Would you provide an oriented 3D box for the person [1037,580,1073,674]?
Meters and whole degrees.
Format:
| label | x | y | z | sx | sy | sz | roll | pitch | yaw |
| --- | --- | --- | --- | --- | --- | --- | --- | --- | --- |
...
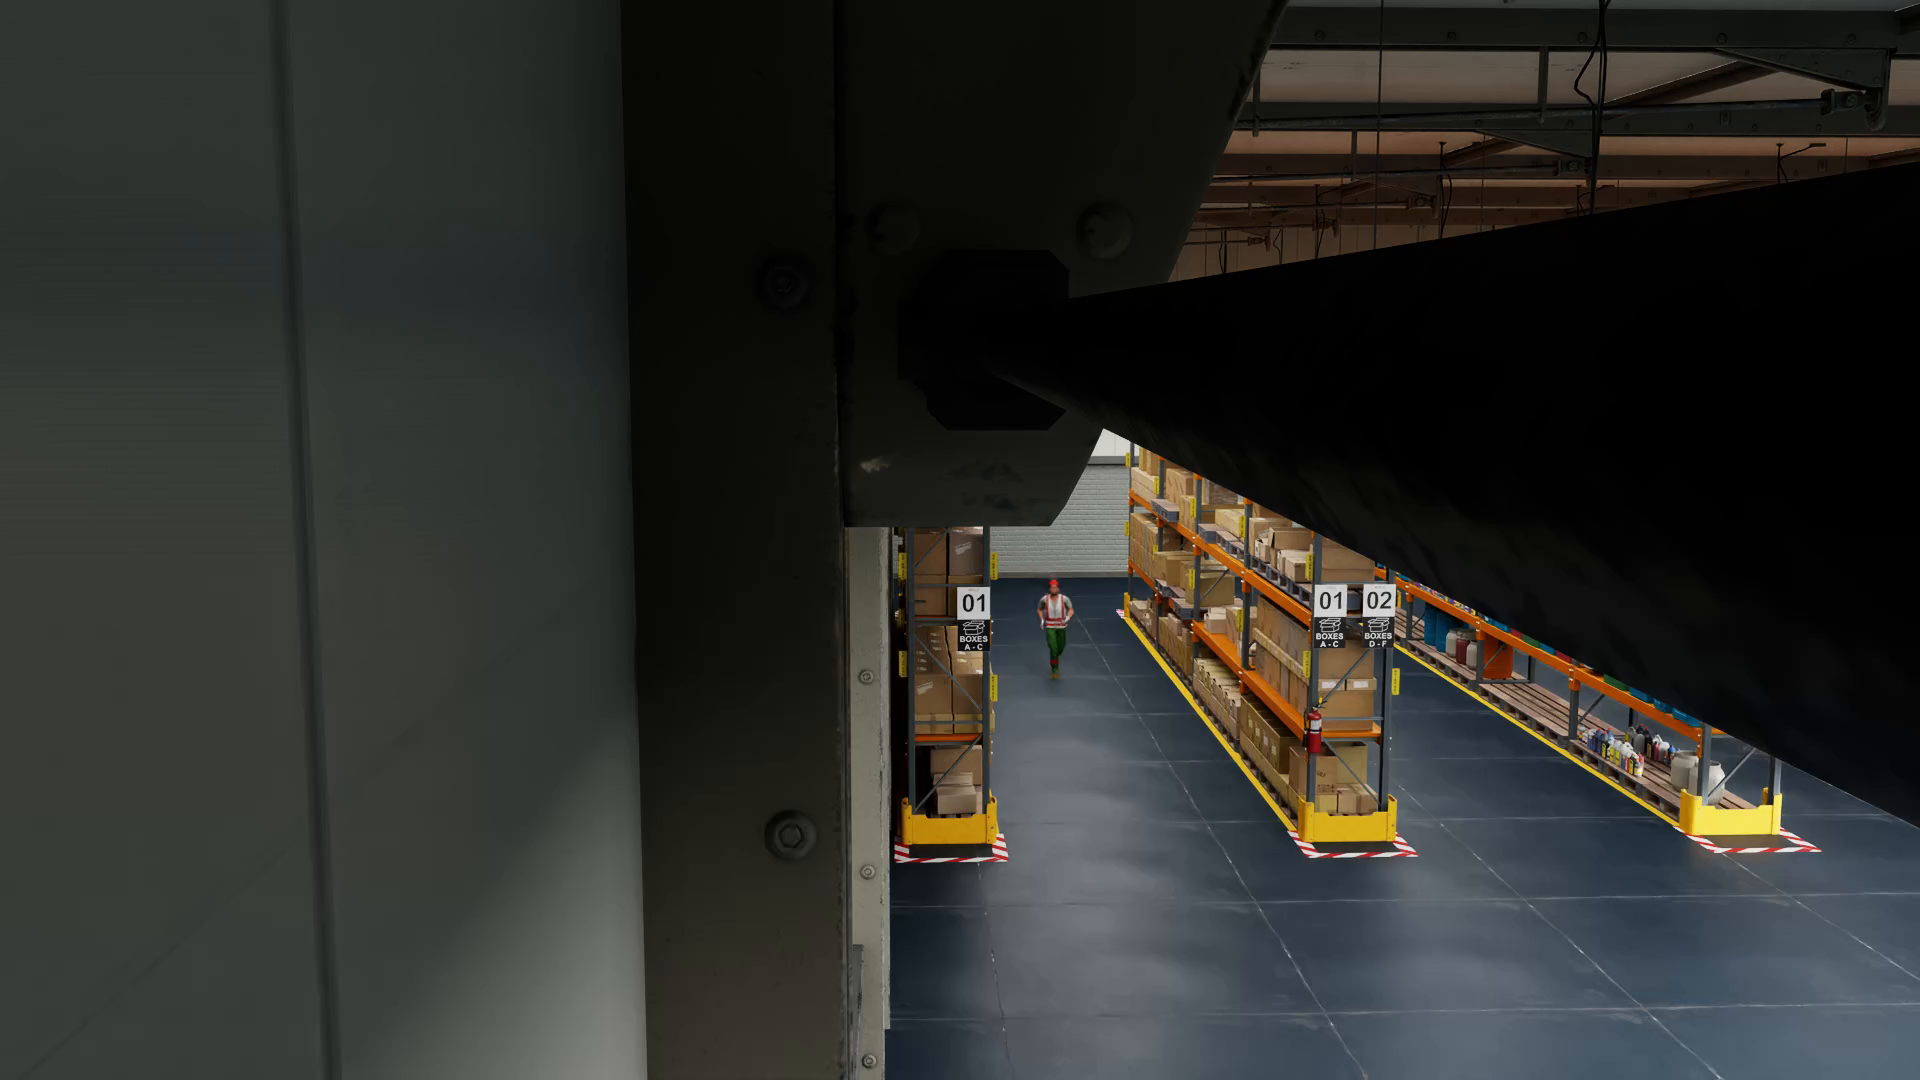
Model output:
| label | x | y | z | sx | sy | sz | roll | pitch | yaw |
| --- | --- | --- | --- | --- | --- | --- | --- | --- | --- |
| person | 8.089 | -0.565 | 30.532 | 13.382 | 5.840 | 3.702 | 0 | 7 | -1 |
